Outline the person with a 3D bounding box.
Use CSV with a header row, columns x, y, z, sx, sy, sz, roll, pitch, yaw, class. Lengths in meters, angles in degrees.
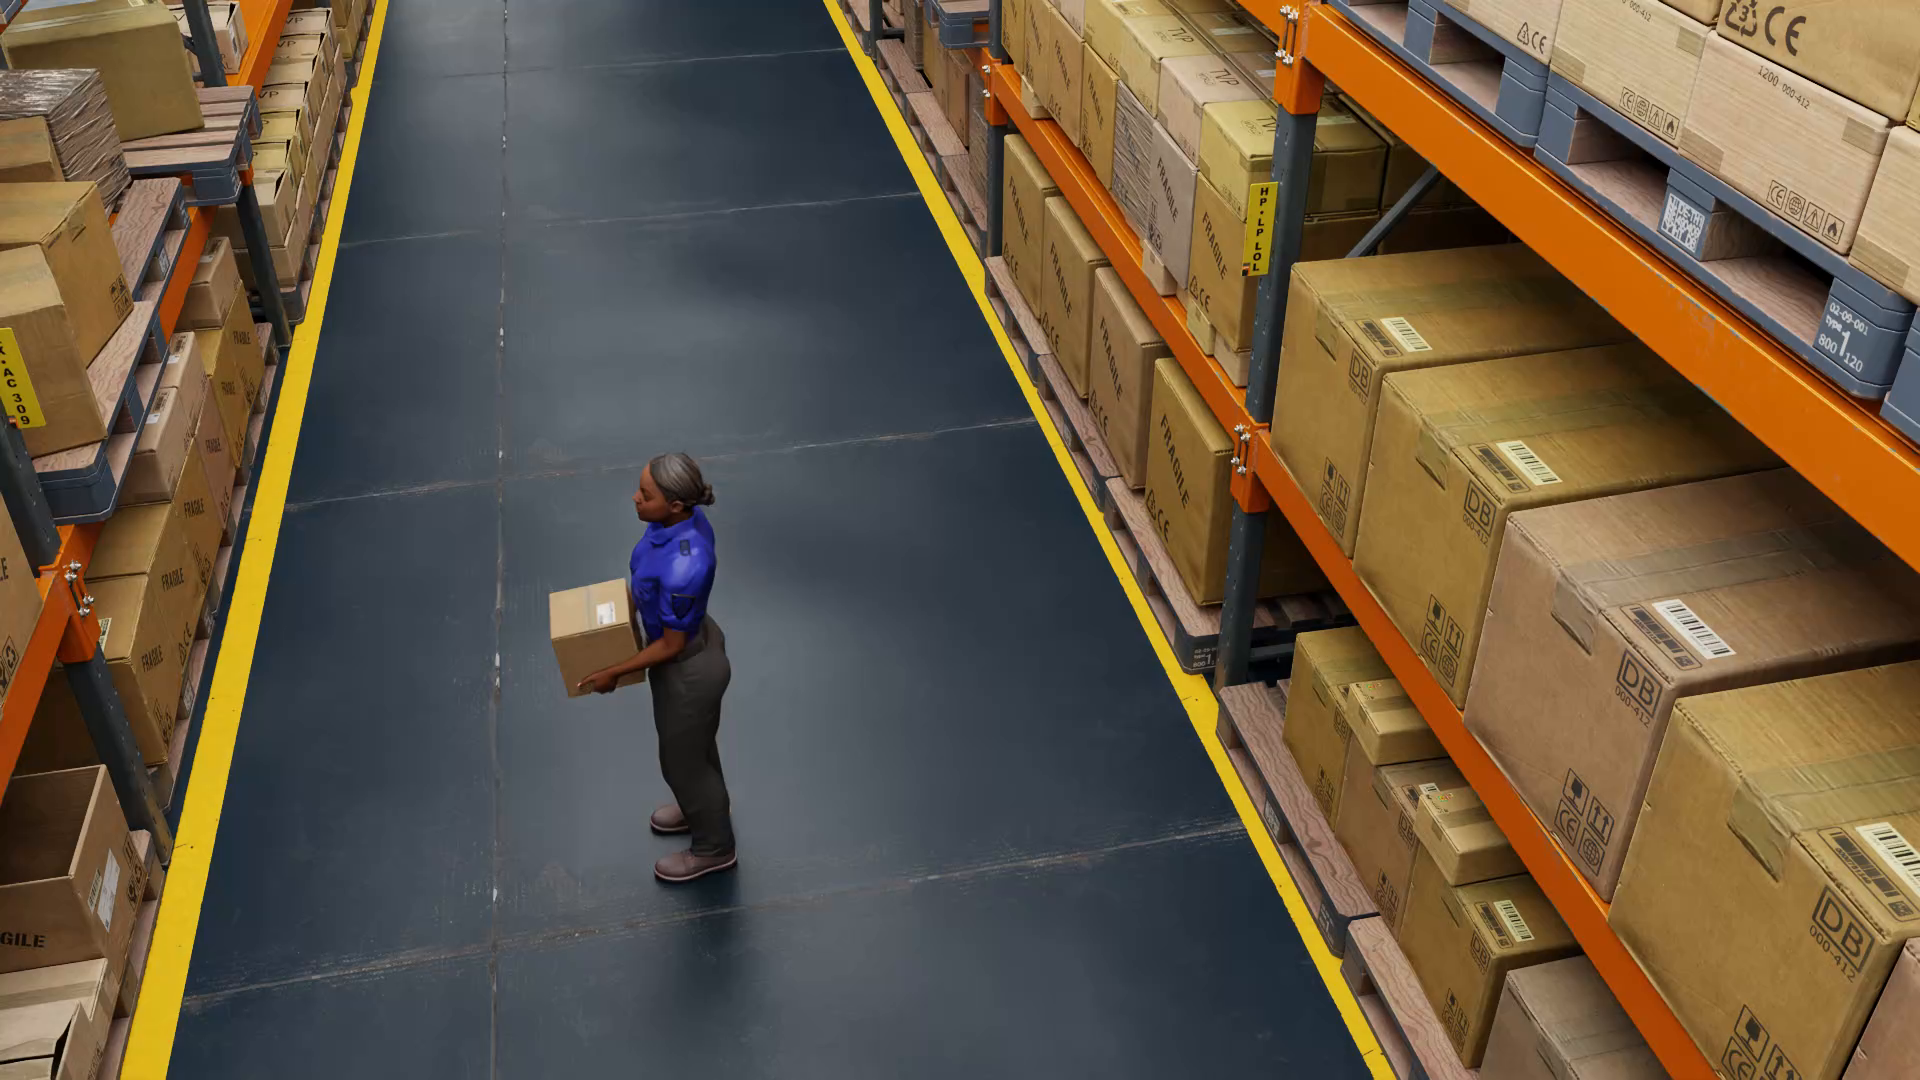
x,y,z,sx,sy,sz,roll,pitch,yaw,class
-0.941,0.422,5.536,0.348,1.653,0.524,-9,36,-13,person
